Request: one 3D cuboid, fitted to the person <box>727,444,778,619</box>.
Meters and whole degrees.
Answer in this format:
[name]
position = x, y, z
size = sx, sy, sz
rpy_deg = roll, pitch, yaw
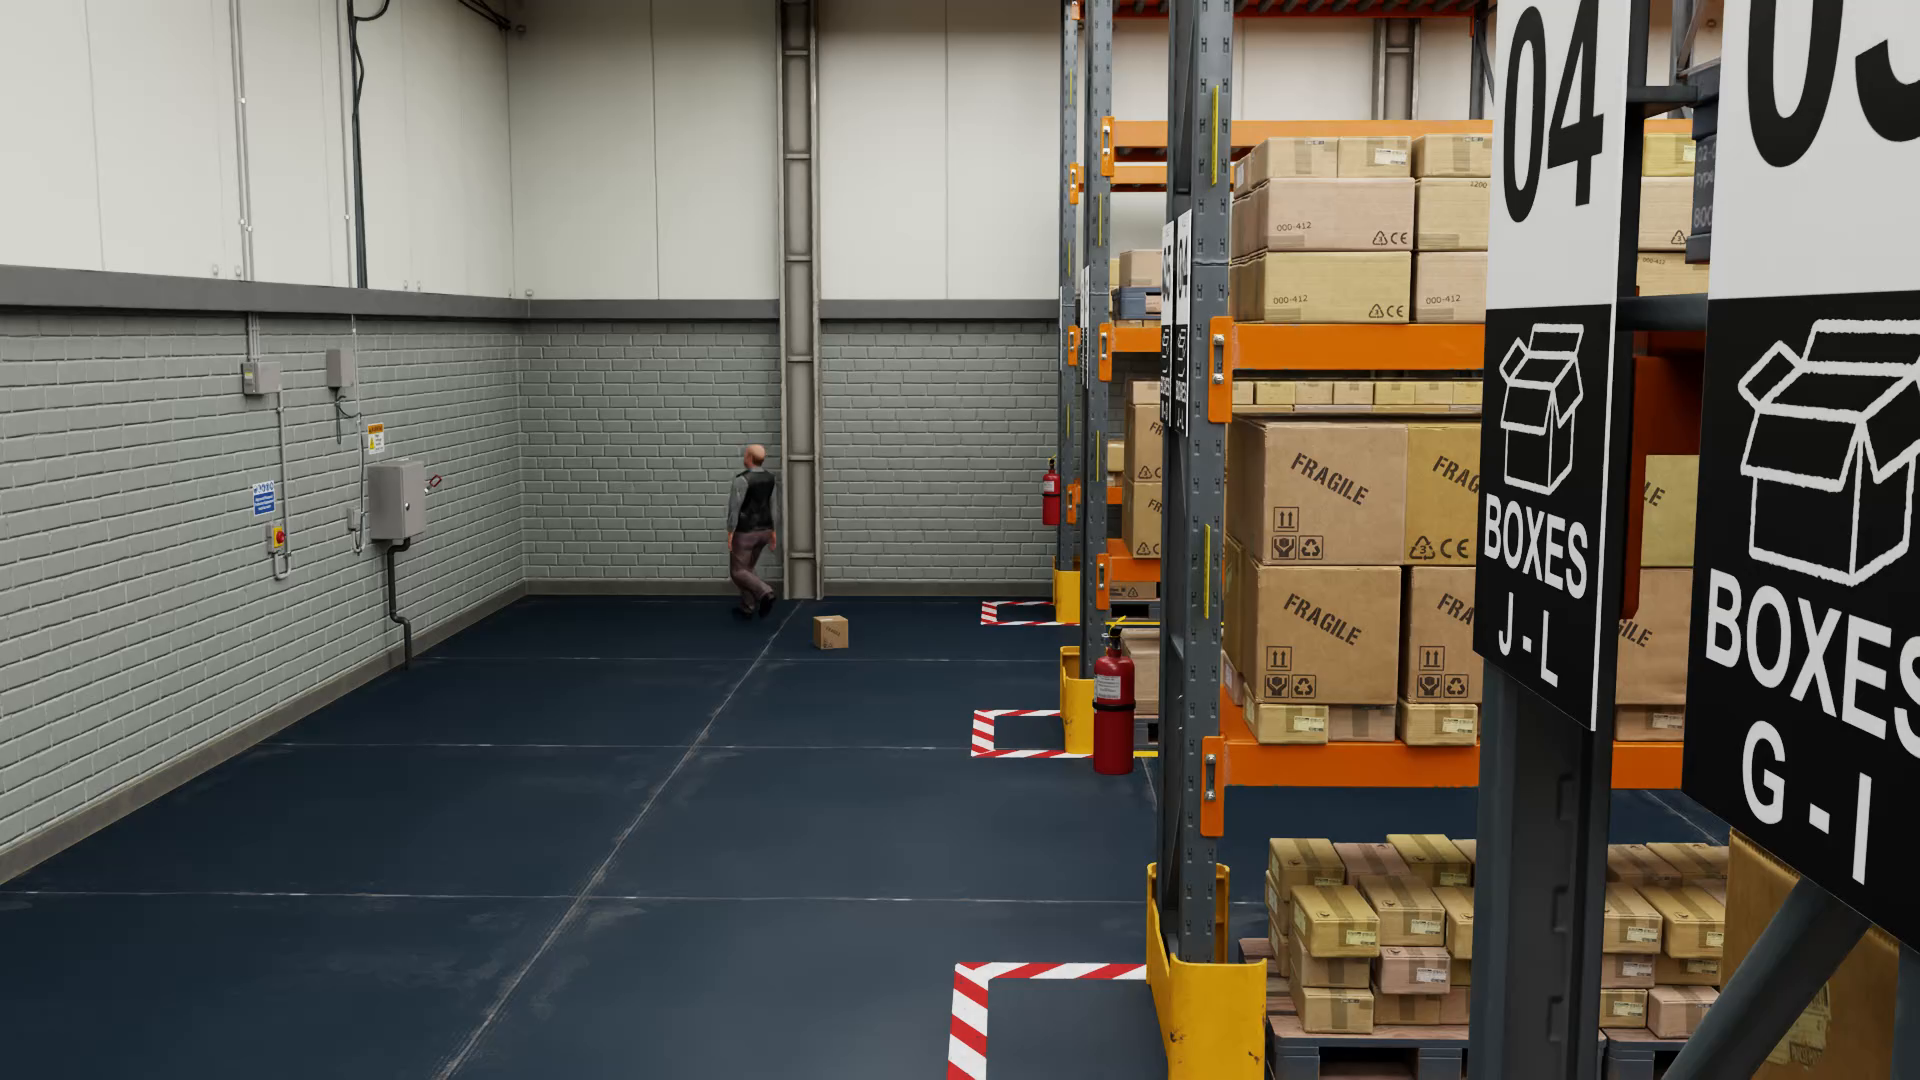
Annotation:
[person]
position = -1.978, -0.065, 15.842
size = 0.808, 1.690, 0.549
rpy_deg = 6, 9, 40
